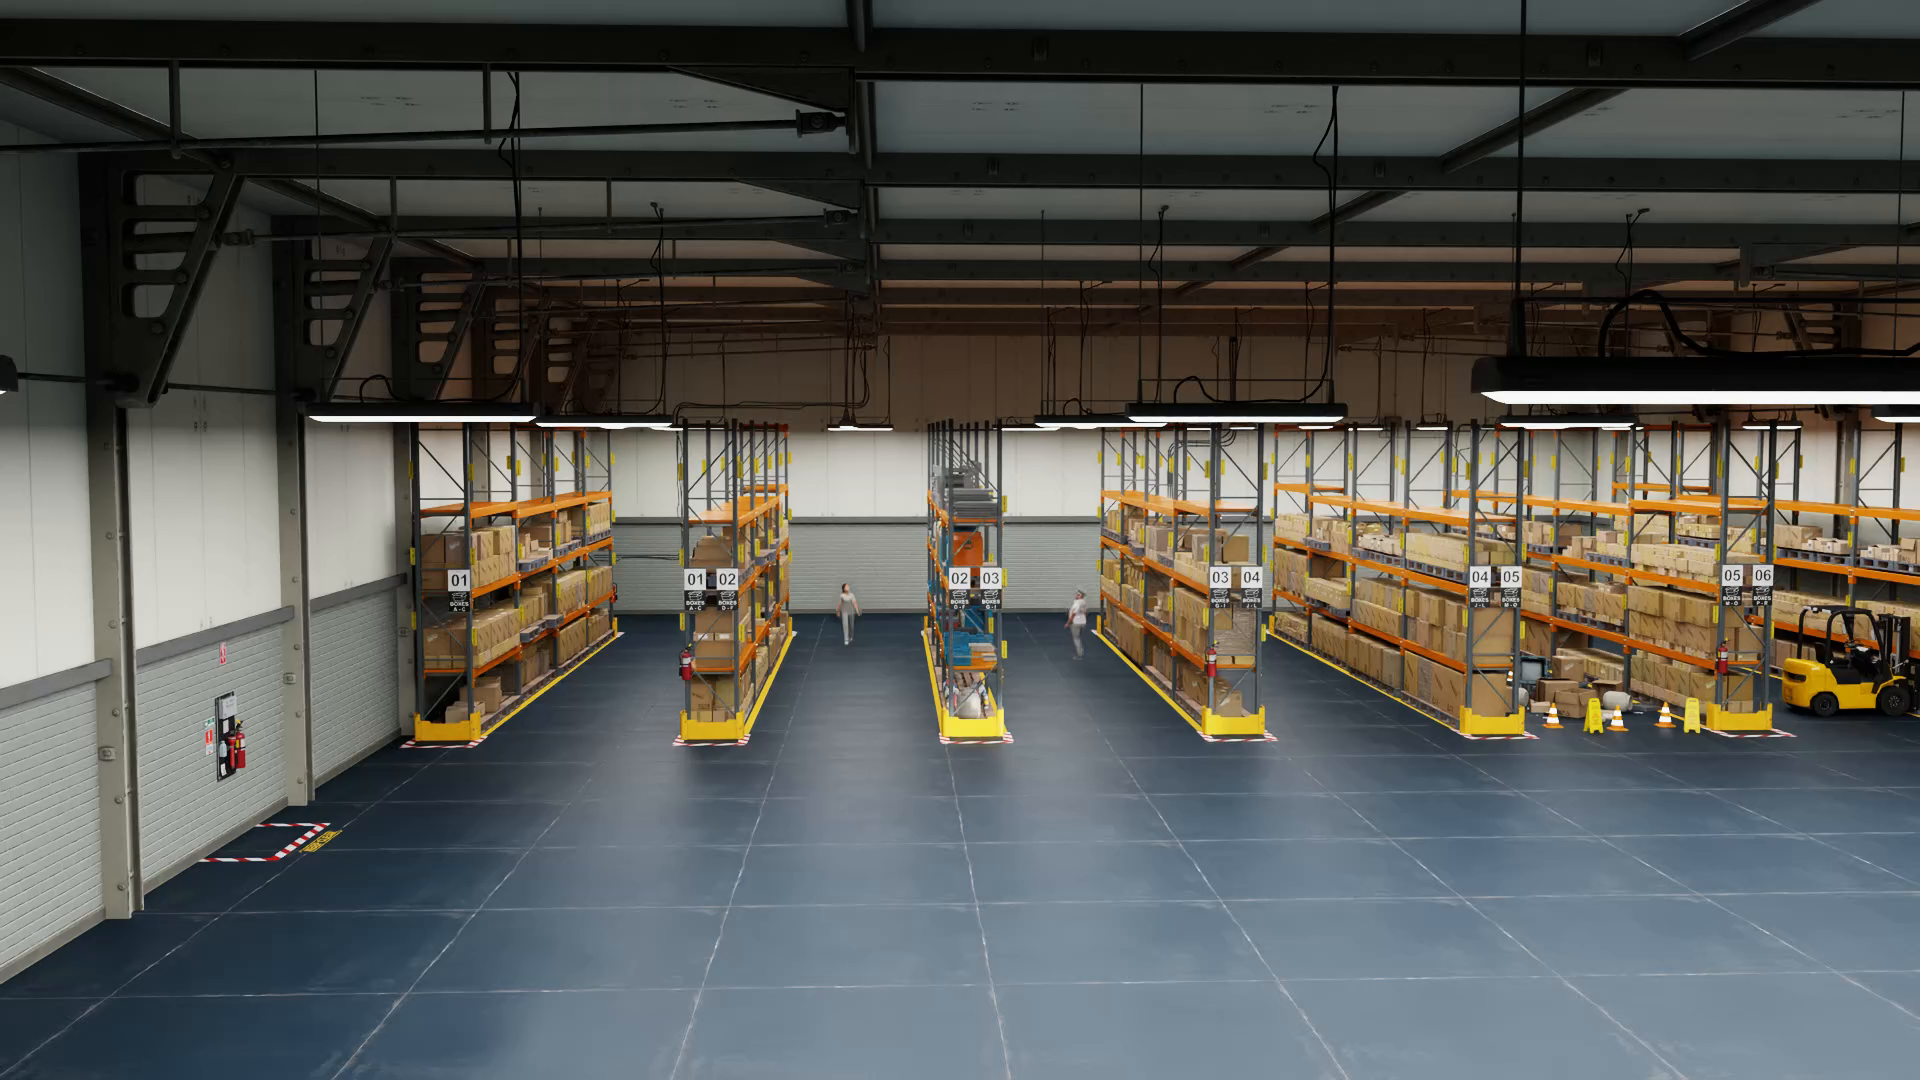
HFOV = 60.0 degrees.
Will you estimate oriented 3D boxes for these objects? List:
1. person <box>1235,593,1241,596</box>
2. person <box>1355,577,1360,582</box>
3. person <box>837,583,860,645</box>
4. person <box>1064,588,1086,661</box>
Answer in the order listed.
[{"bbox_3d":[8.487,1.615,50.532,0.632,1.782,0.551,-1,4,-13],"label":"person"},{"bbox_3d":[11.413,1.885,47.466,0.545,1.681,0.343,-2,4,-34],"label":"person"},{"bbox_3d":[-2.973,1.959,44.186,0.598,1.615,1.062,0,4,-6],"label":"person"},{"bbox_3d":[2.878,2.109,41.052,0.489,1.845,0.577,3,5,43],"label":"person"}]
